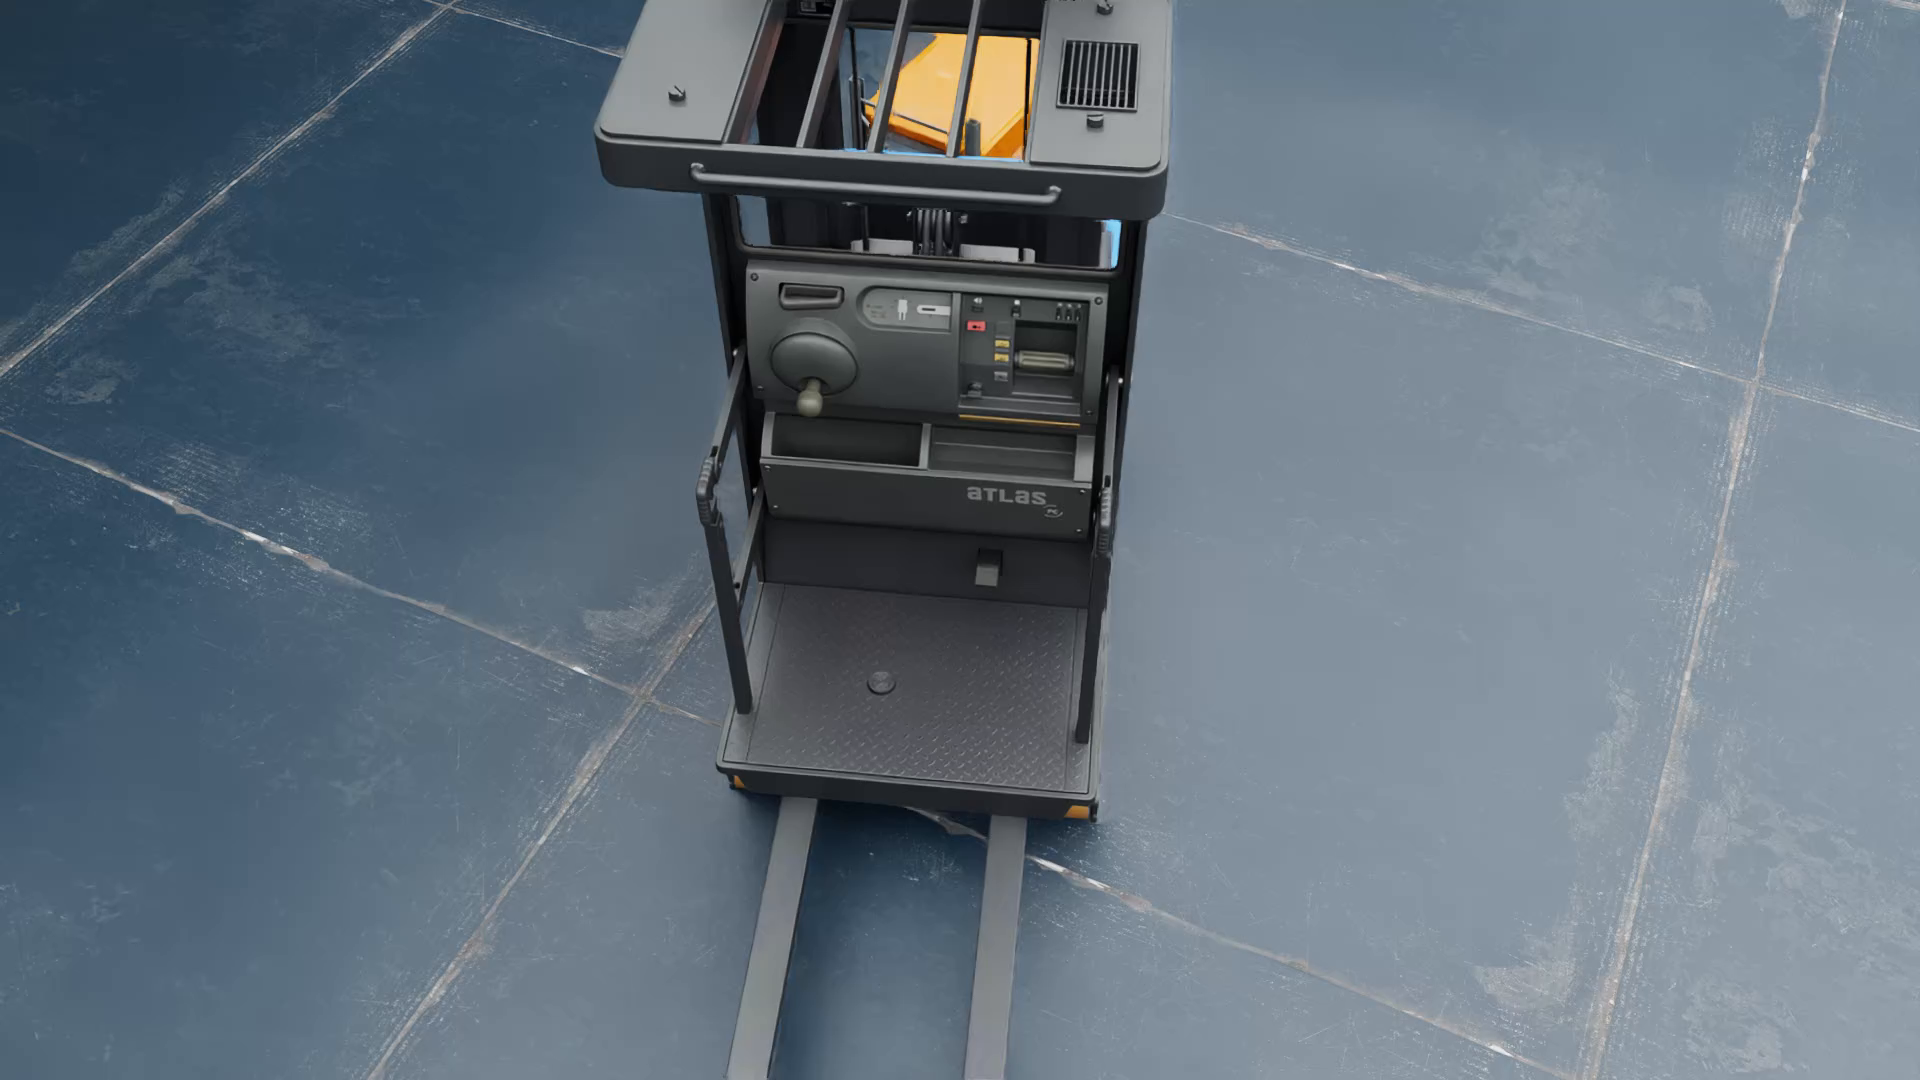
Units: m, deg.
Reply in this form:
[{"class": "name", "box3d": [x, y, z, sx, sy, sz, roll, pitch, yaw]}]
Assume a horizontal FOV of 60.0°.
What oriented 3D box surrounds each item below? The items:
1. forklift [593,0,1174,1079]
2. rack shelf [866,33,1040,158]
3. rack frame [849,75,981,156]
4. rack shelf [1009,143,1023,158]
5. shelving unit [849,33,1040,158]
[{"class": "forklift", "box3d": [-0.111, -0.392, 4.159, 1.130, 2.935, 3.031, 5, 50, 4]}, {"class": "rack shelf", "box3d": [0.111, -1.619, 6.005, 0.538, 0.278, 1.000, 25, 54, 20]}, {"class": "rack frame", "box3d": [-0.152, -1.098, 5.946, 0.500, 1.125, 0.032, 25, 54, 20]}, {"class": "rack shelf", "box3d": [0.111, -1.271, 6.414, 0.538, 0.278, 1.000, 25, 54, 20]}, {"class": "shelving unit", "box3d": [0.111, -1.430, 6.228, 0.538, 1.125, 1.048, 25, 54, 20]}]
